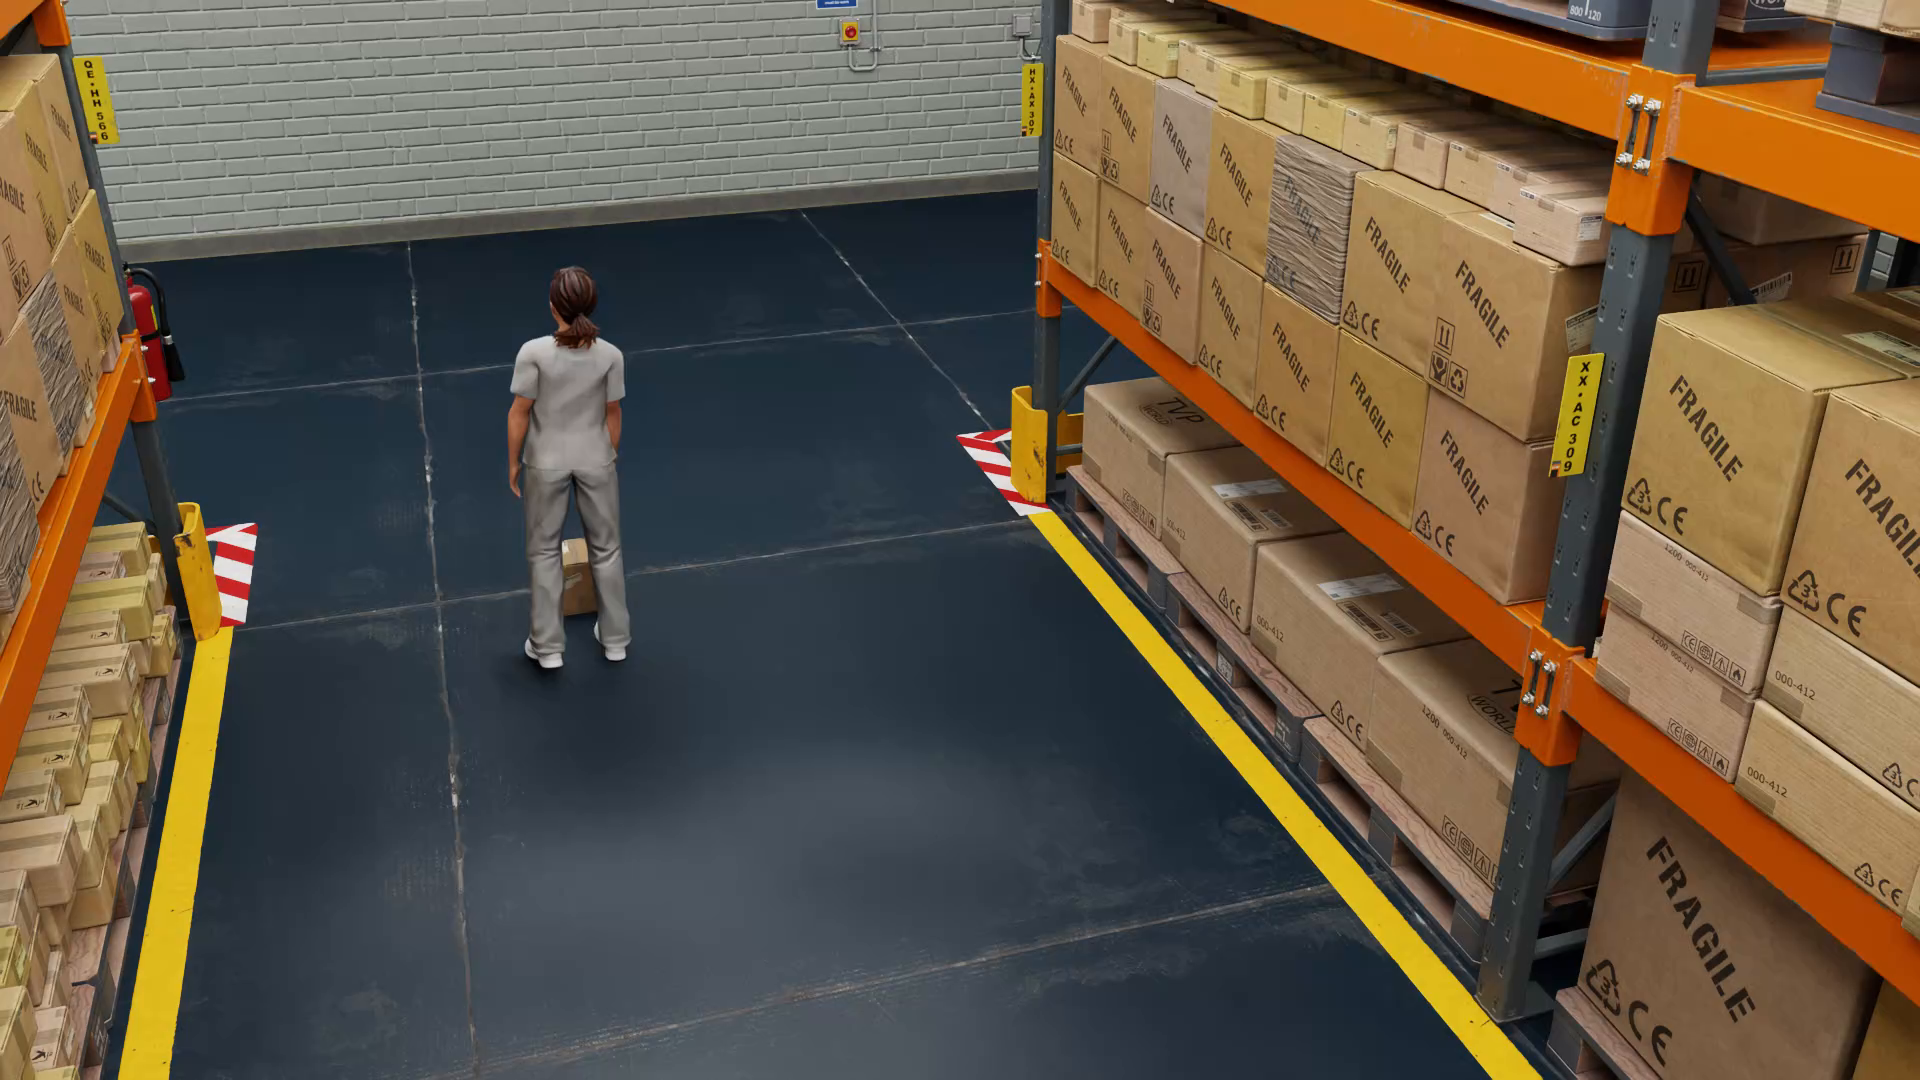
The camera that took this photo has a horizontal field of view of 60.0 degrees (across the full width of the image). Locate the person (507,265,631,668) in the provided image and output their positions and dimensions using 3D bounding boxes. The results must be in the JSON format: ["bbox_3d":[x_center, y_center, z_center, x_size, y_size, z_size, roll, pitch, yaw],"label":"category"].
[{"bbox_3d":[-1.569,-0.275,6.663,0.517,1.674,0.365,-7,27,-15],"label":"person"}]
